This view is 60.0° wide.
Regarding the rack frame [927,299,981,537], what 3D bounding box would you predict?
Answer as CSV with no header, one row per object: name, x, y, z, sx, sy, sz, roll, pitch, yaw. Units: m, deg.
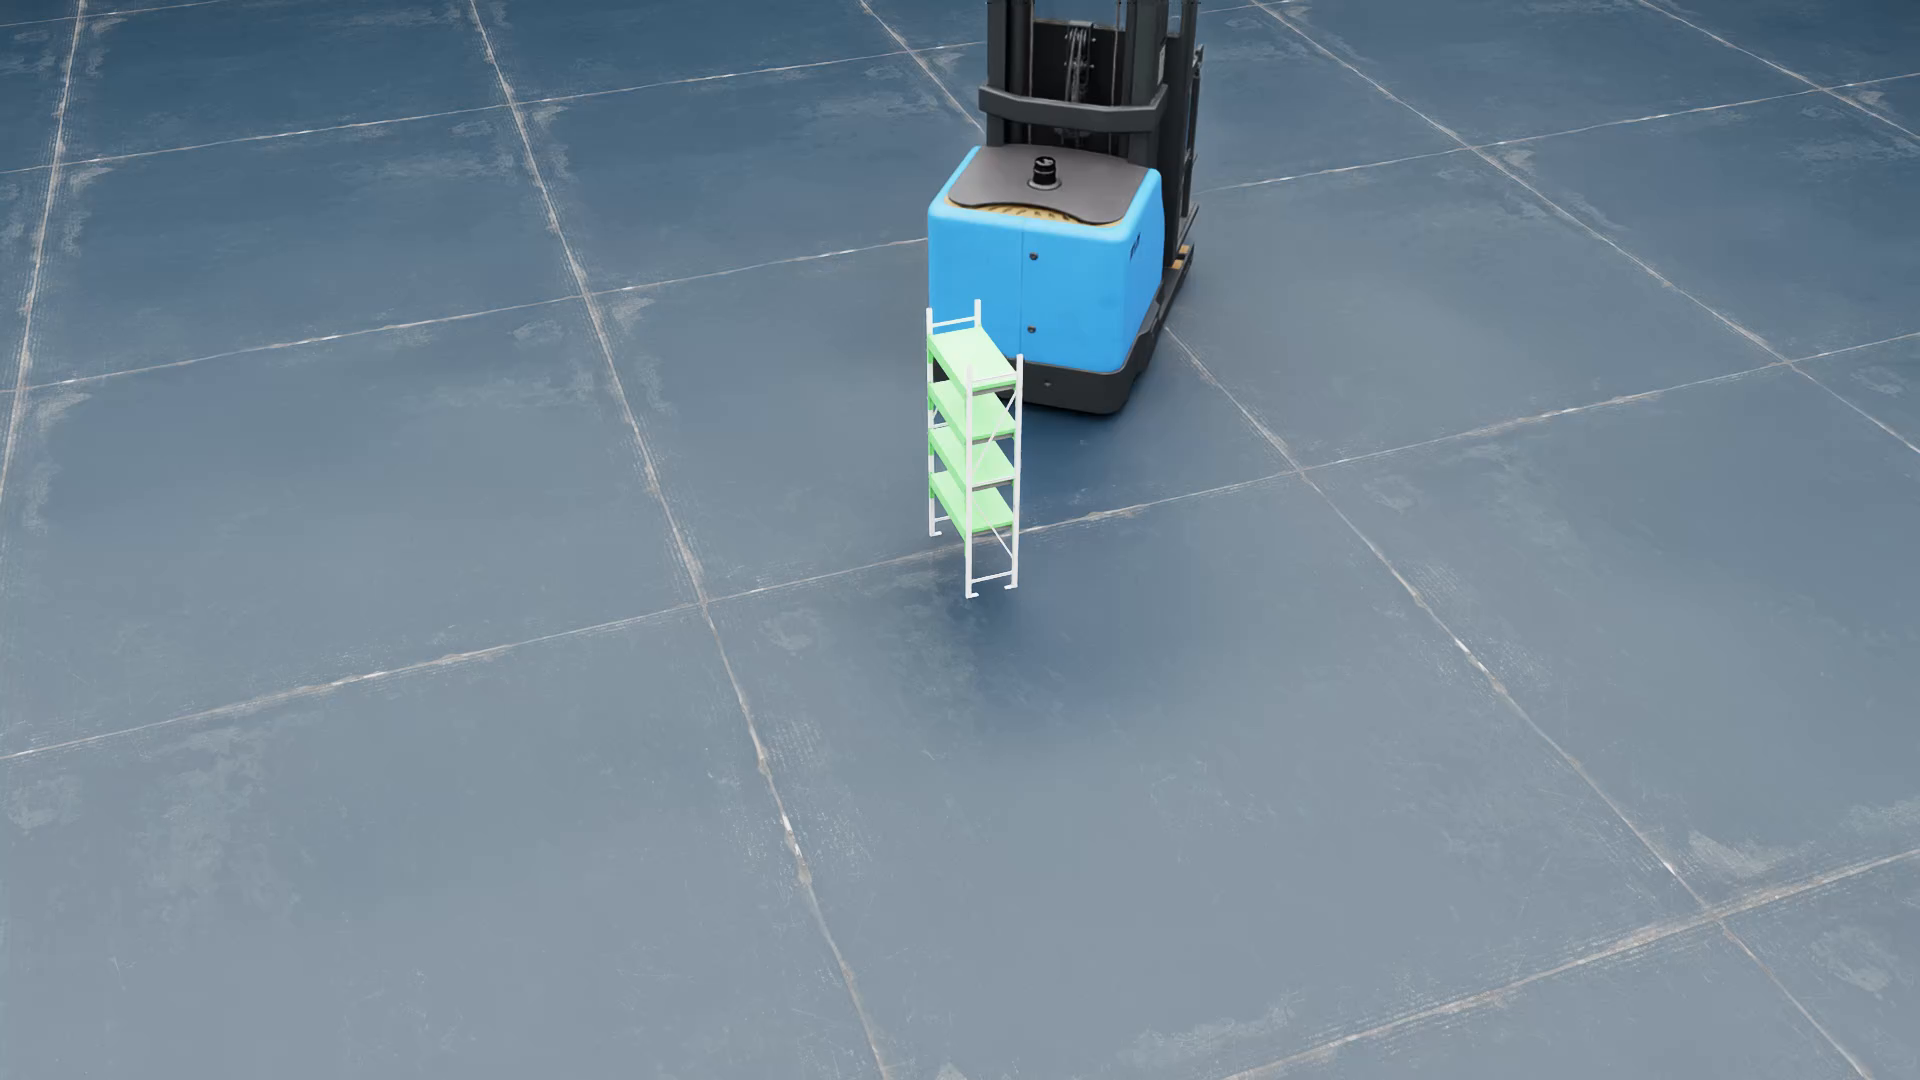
rack frame,-0.027,-0.524,7.448,0.240,1.200,0.015,-12,39,-16

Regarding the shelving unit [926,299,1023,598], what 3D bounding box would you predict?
shelving unit,0.057,-0.386,7.265,0.258,1.200,0.503,-12,39,-16

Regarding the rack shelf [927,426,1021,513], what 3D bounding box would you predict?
rack shelf,0.057,-0.335,7.303,0.258,0.148,0.480,-12,39,-16

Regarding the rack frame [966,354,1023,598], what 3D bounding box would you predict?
rack frame,0.141,-0.248,7.082,0.240,1.200,0.015,-12,39,-16

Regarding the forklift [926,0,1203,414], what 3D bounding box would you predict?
forklift,0.752,-2.703,8.902,1.130,2.935,3.031,11,38,14

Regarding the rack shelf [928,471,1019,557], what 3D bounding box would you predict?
rack shelf,0.057,-0.143,7.448,0.258,0.148,0.480,-12,39,-16

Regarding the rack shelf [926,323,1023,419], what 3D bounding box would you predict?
rack shelf,0.057,-0.718,7.015,0.258,0.148,0.480,-12,39,-16

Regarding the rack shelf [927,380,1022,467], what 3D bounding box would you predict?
rack shelf,0.057,-0.526,7.159,0.258,0.148,0.480,-12,39,-16
